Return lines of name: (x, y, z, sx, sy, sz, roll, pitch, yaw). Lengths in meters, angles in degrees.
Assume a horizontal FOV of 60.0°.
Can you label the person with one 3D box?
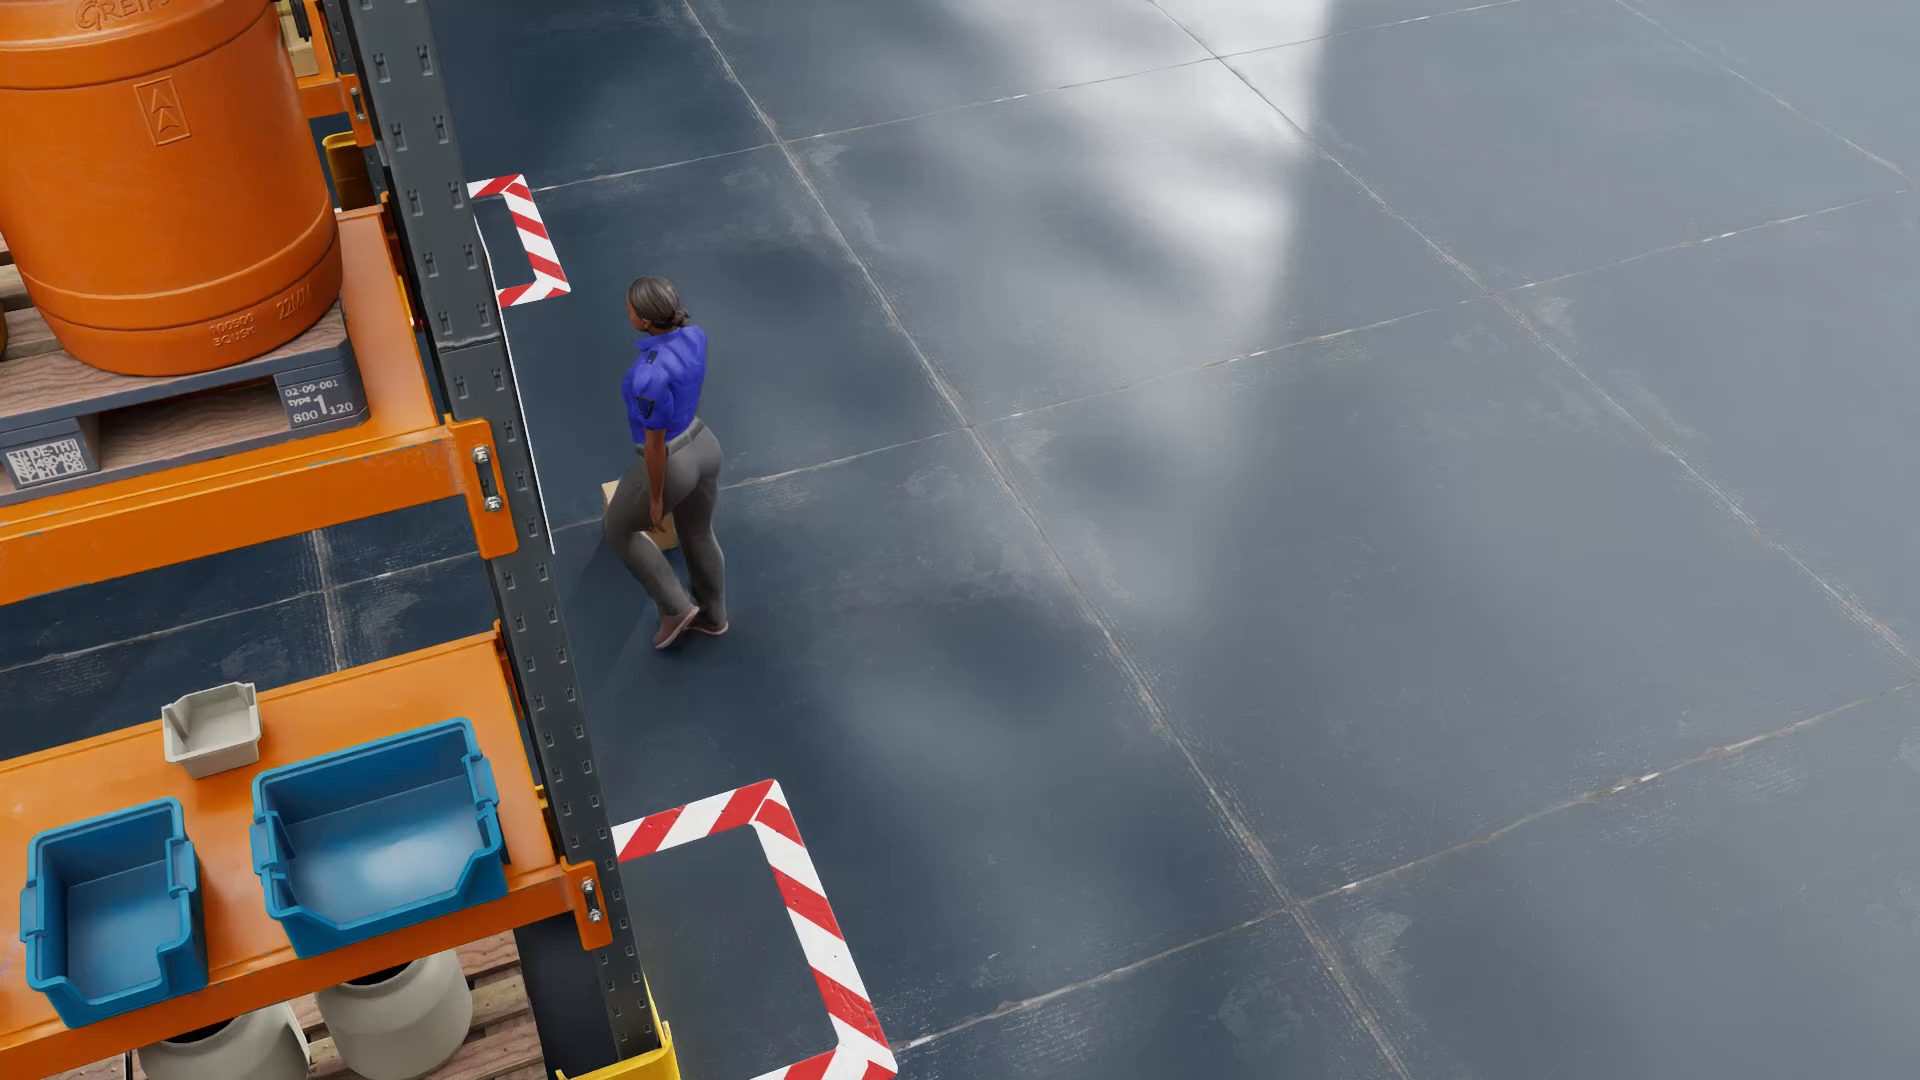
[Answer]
person: (-1.265, -0.334, 6.563, 0.464, 1.606, 0.974, -29, 49, -28)
